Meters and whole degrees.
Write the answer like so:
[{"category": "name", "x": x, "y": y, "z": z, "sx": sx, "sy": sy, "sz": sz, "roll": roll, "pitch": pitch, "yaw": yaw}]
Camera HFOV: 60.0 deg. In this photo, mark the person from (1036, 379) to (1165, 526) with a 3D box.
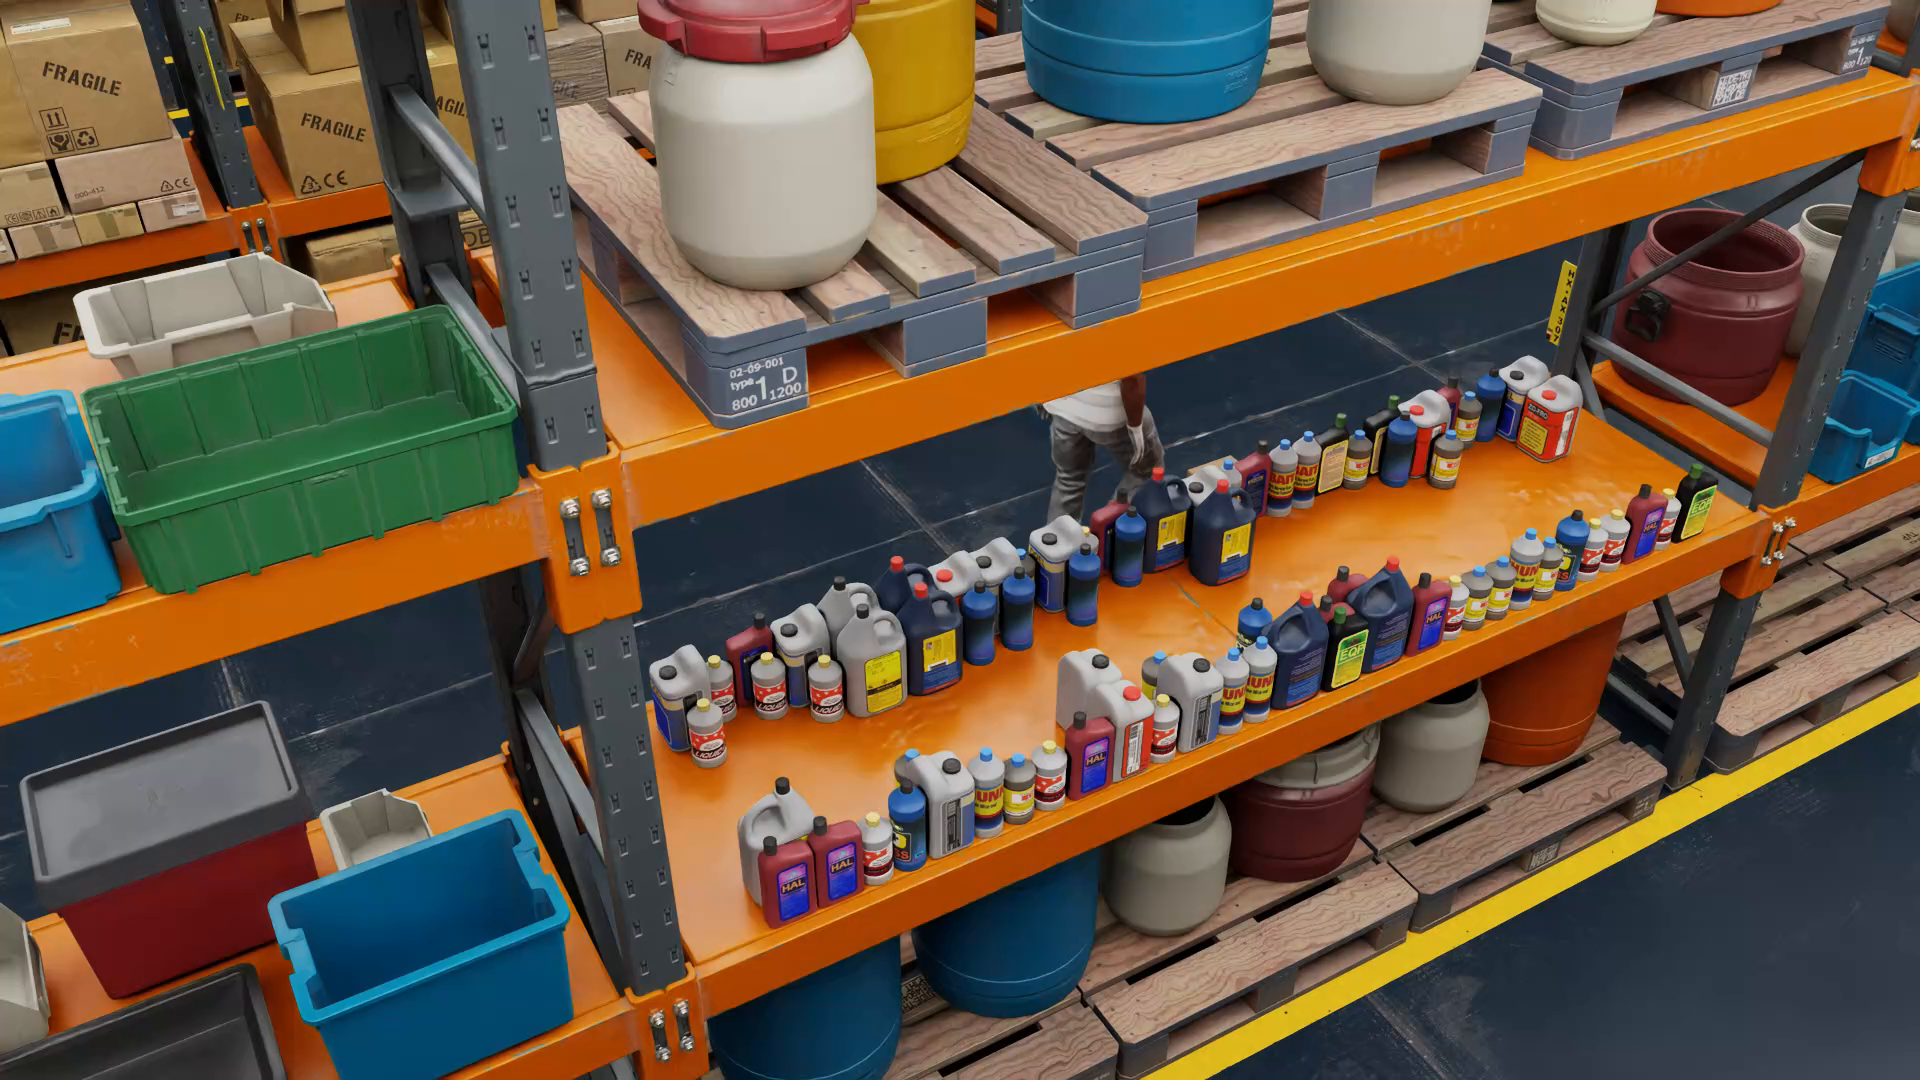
[{"category": "person", "x": 0.568, "y": -0.588, "z": 6.833, "sx": 0.593, "sy": 1.716, "sz": 0.423, "roll": 24, "pitch": 43, "yaw": 29}]
